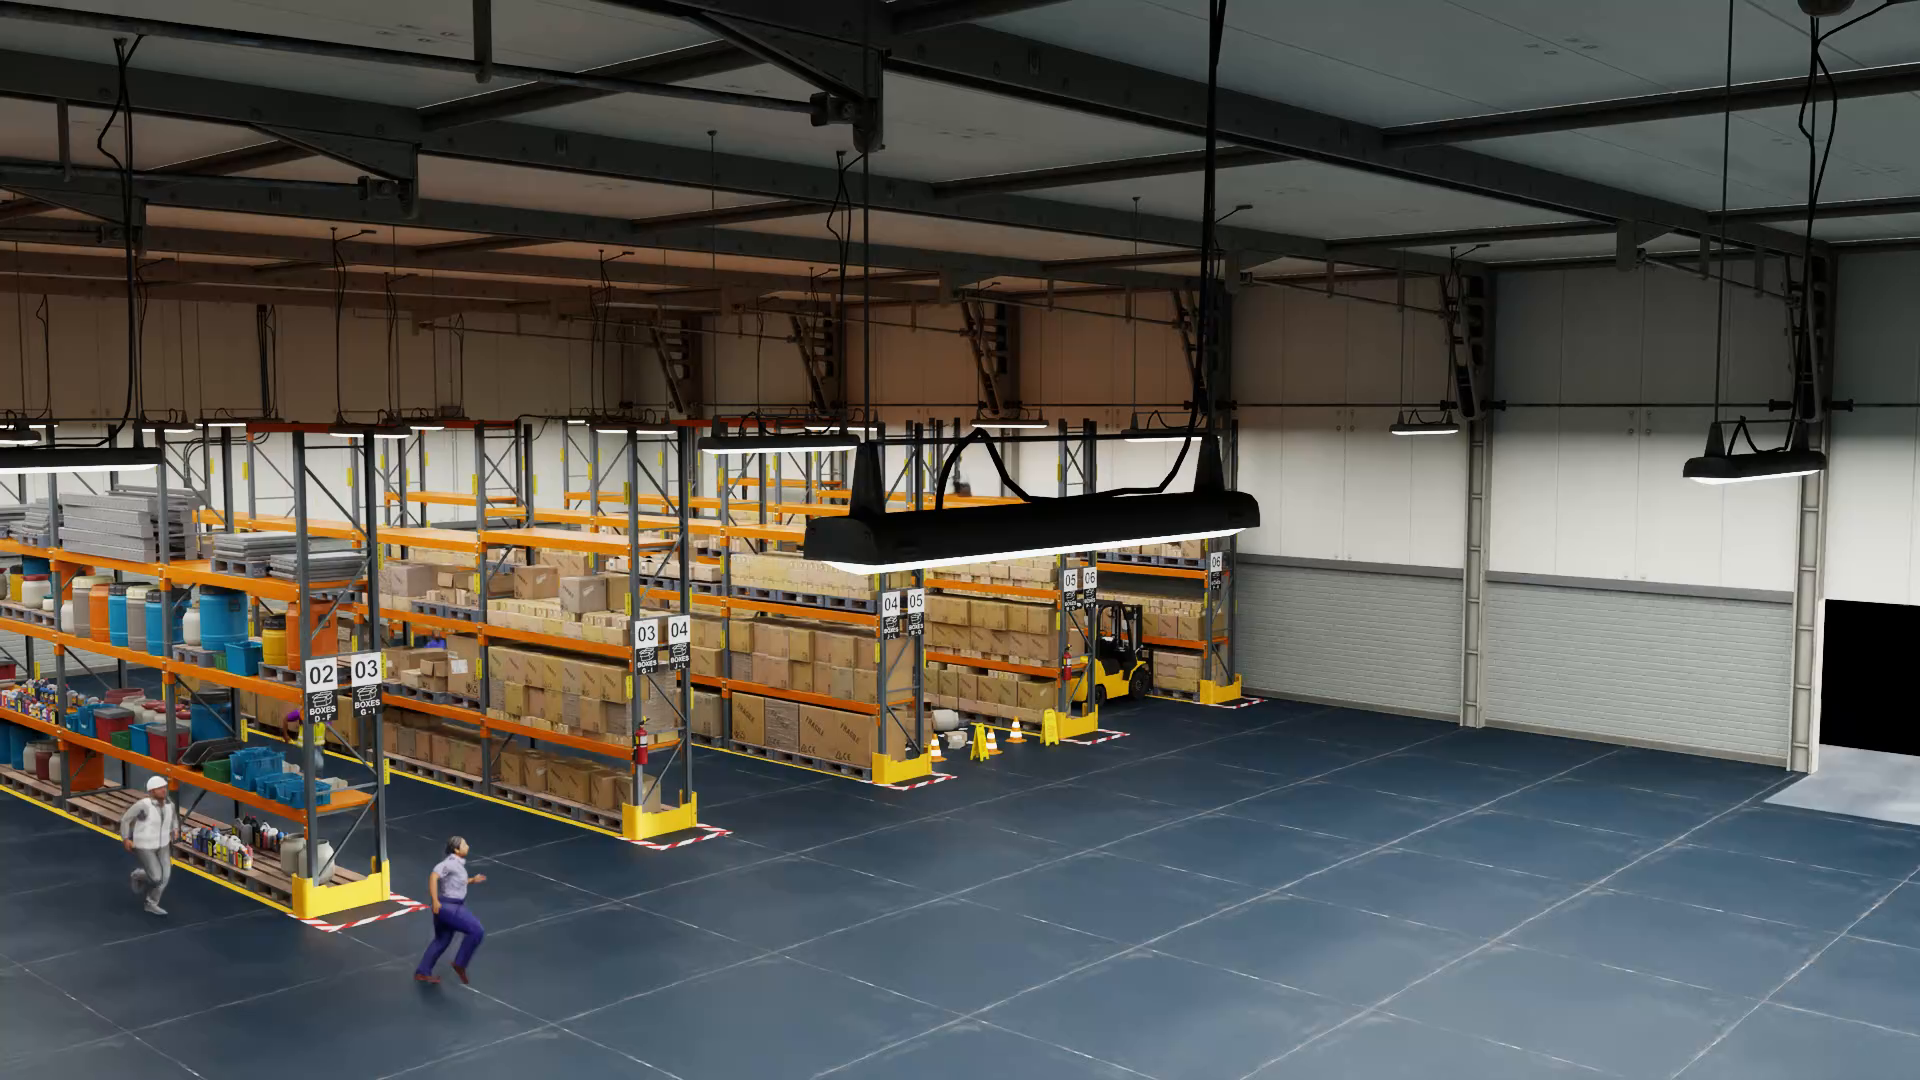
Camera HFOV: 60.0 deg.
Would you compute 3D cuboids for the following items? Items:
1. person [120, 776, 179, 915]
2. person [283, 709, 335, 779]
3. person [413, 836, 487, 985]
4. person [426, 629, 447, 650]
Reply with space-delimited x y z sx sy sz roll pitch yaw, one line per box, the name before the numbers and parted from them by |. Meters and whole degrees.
person | -10.051 3.796 20.699 0.682 1.730 0.693 3 5 29
person | -10.328 3.298 26.471 0.837 1.787 0.729 3 6 33
person | -5.544 4.038 18.084 0.784 1.644 0.630 -2 5 -19
person | -10.947 2.676 35.043 0.572 1.621 0.583 4 6 40
